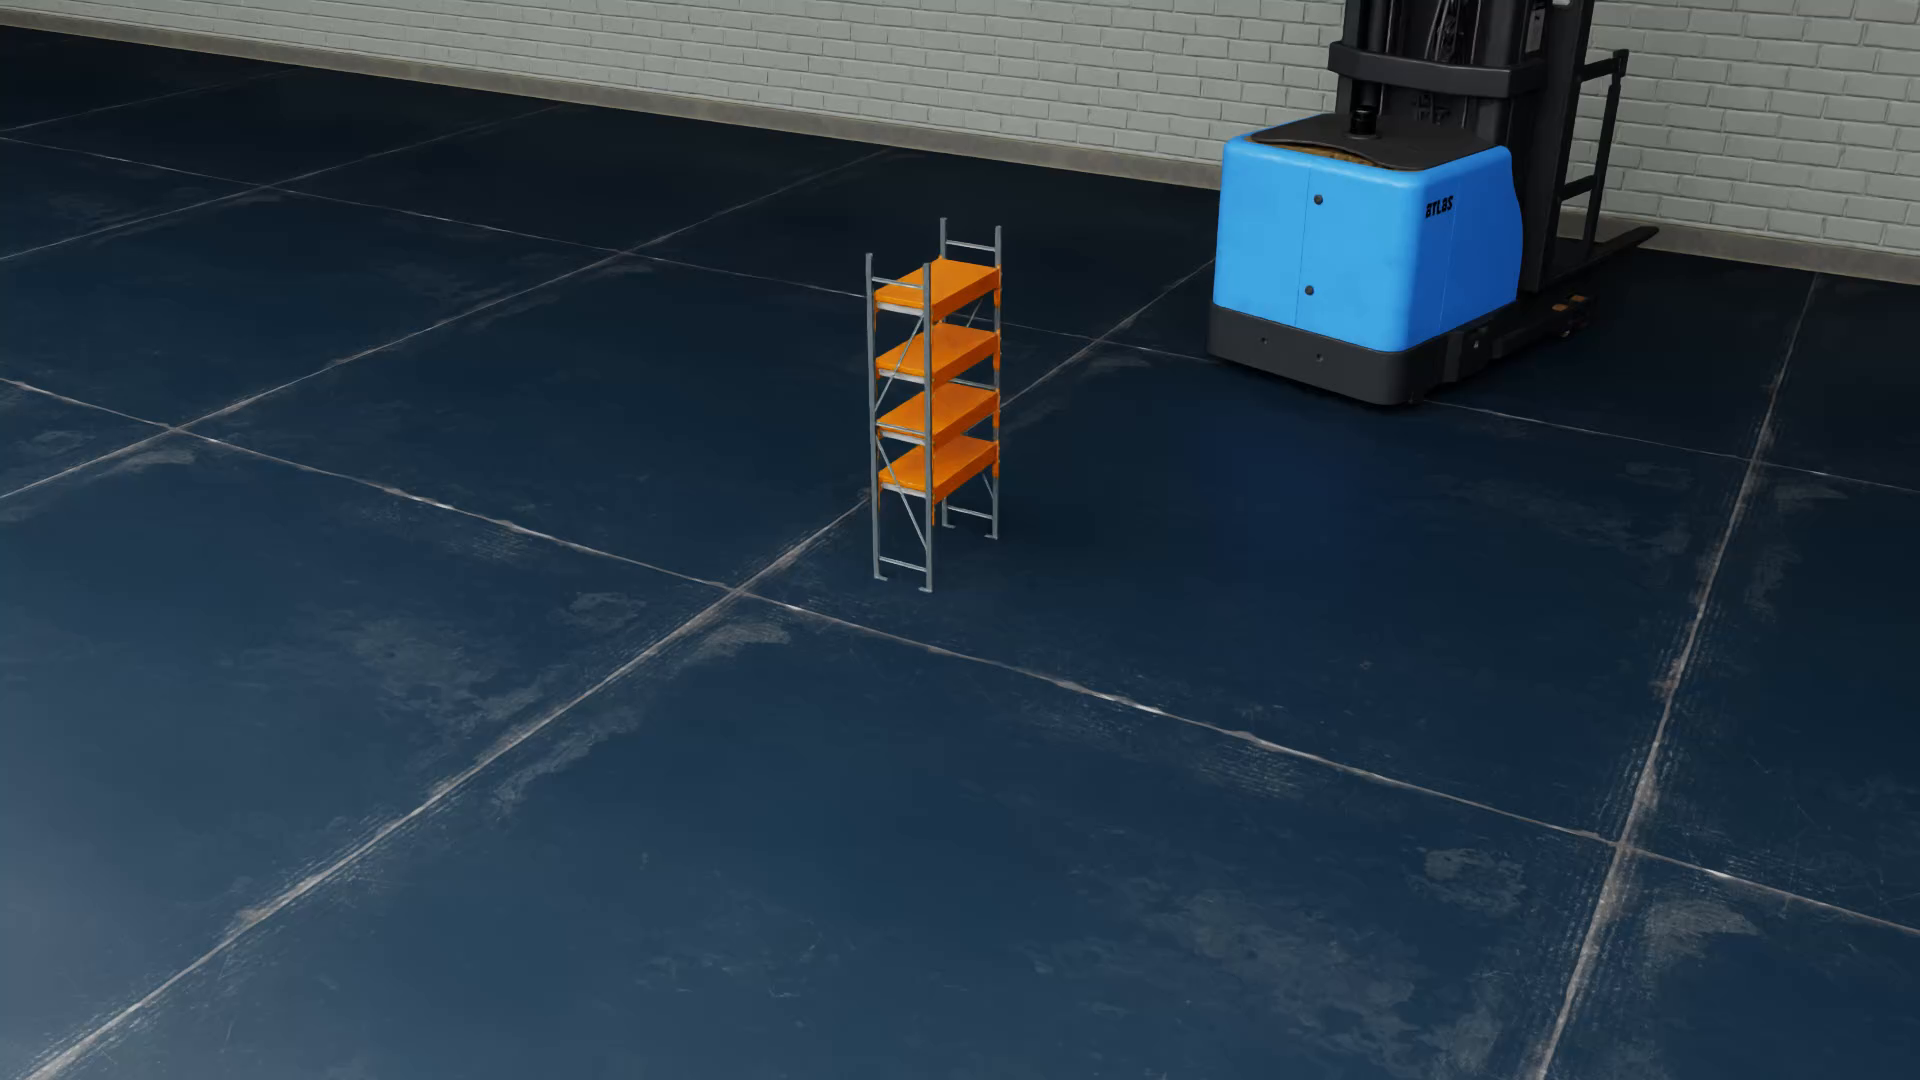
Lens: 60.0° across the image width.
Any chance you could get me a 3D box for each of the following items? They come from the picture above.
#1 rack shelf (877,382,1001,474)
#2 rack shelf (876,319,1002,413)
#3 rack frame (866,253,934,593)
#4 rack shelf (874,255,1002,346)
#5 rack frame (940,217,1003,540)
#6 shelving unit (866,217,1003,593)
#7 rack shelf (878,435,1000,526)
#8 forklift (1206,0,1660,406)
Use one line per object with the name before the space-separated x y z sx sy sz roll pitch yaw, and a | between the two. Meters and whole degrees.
rack shelf | -0.081 -0.412 5.883 0.258 0.148 0.480 14 30 26
rack shelf | -0.081 -0.612 5.783 0.258 0.148 0.480 14 30 26
rack frame | -0.201 -0.377 5.663 0.240 1.200 0.015 14 30 26
rack shelf | -0.081 -0.823 5.677 0.258 0.148 0.480 14 30 26
rack frame | 0.039 -0.567 6.043 0.240 1.200 0.015 14 30 26
shelving unit | -0.081 -0.472 5.853 0.258 1.200 0.503 14 30 26
rack shelf | -0.081 -0.234 5.972 0.258 0.148 0.480 14 30 26
forklift | 2.564 -2.461 7.892 1.130 2.935 3.031 24 35 39
